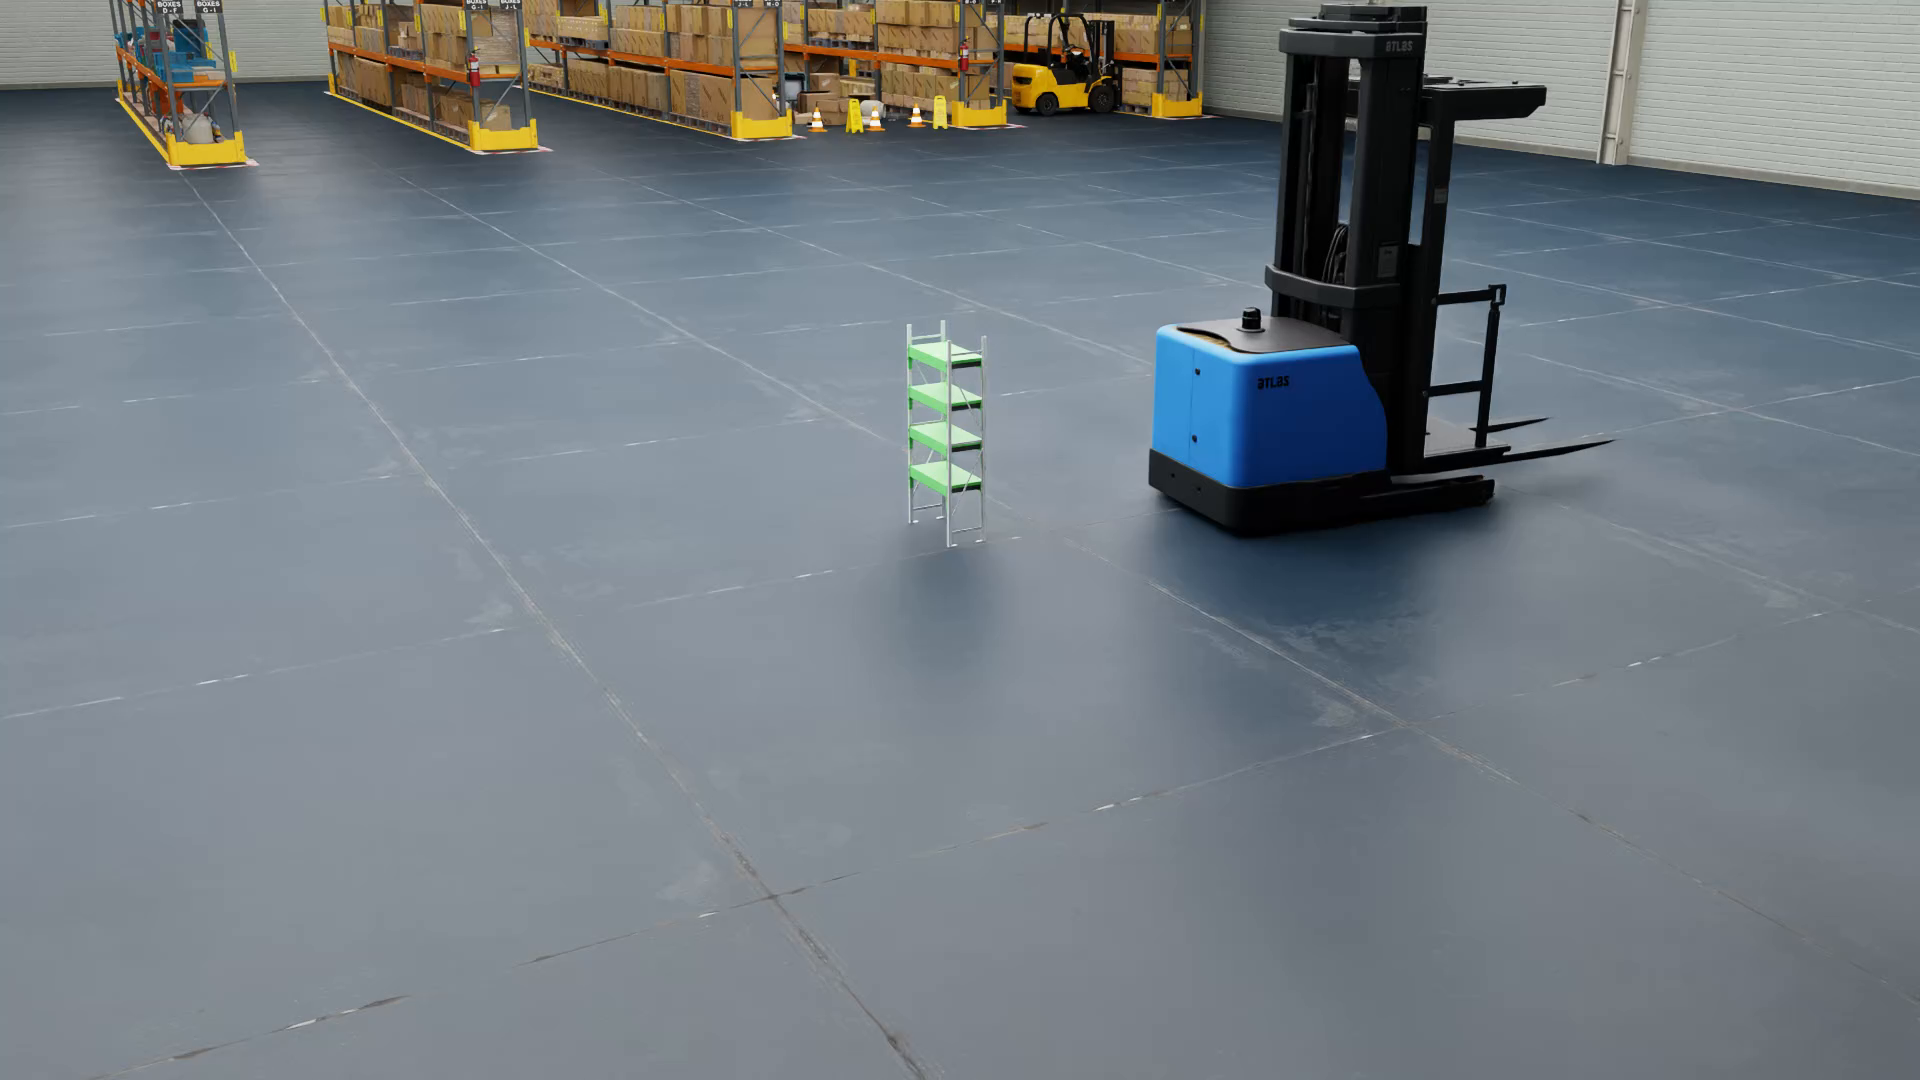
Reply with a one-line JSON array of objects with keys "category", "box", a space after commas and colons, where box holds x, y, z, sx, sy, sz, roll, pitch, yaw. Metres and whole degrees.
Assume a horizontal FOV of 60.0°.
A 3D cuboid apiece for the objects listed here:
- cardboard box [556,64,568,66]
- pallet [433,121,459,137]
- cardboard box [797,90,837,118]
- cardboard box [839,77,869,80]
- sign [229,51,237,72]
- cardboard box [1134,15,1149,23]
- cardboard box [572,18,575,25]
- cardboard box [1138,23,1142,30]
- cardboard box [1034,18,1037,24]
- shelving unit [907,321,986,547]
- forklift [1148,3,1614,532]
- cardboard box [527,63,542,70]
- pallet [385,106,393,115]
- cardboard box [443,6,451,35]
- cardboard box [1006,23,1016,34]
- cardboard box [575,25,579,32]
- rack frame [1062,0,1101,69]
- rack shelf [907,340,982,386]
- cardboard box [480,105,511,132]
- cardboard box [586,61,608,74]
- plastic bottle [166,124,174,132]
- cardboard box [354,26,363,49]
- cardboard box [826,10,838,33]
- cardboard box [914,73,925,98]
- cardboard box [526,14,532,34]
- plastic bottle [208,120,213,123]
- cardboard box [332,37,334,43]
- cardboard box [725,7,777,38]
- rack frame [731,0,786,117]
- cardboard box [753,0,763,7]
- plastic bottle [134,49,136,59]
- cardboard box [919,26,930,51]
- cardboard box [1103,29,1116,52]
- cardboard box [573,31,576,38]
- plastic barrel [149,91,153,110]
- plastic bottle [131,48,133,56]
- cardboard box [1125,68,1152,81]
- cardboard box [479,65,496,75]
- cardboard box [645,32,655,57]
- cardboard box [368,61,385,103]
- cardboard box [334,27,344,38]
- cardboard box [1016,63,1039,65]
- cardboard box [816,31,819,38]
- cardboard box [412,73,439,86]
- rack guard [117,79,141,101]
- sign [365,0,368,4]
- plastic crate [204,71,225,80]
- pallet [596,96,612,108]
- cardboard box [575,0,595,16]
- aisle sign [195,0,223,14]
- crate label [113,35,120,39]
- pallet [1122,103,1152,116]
[{"category": "cardboard box", "box": [-10.621, -12.684, 44.605, 0.380, 0.149, 0.250, -11, 22, -29]}, {"category": "pallet", "box": [-9.831, -8.195, 33.056, 1.003, 0.211, 1.213, -10, 21, -27]}, {"category": "cardboard box", "box": [-3.074, -9.350, 35.749, 0.797, 0.637, 0.503, -10, 21, -27]}, {"category": "cardboard box", "box": [-2.742, -10.965, 40.195, 0.950, 0.372, 0.625, -10, 22, -28]}, {"category": "sign", "box": [-12.154, -7.999, 27.791, 0.100, 0.325, 0.005, -10, 21, -27]}, {"category": "cardboard box", "box": [4.105, -11.641, 37.166, 0.380, 0.149, 0.250, -10, 21, -26]}, {"category": "cardboard box", "box": [-9.170, -12.542, 40.208, 0.380, 0.149, 0.250, -9, 21, -25]}, {"category": "cardboard box", "box": [4.178, -11.420, 36.979, 0.380, 0.149, 0.250, -10, 21, -26]}, {"category": "cardboard box", "box": [2.030, -12.712, 40.725, 0.380, 0.149, 0.250, -11, 22, -28]}, {"category": "shelving unit", "box": [-0.079, -0.615, 9.573, 0.258, 1.200, 0.503, -10, 21, -27]}, {"category": "forklift", "box": [2.744, -1.729, 10.147, 3.031, 2.935, 1.130, -8, 21, -22]}, {"category": "cardboard box", "box": [-11.517, -12.813, 44.981, 0.380, 0.149, 0.250, -11, 22, -29]}, {"category": "pallet", "box": [-12.389, -9.768, 37.616, 1.003, 0.211, 1.213, -10, 21, -27]}, {"category": "cardboard box", "box": [-9.238, -9.619, 30.765, 0.500, 0.500, 0.500, -10, 21, -27]}, {"category": "cardboard box", "box": [1.473, -12.857, 41.755, 0.500, 0.250, 0.500, -11, 22, -28]}, {"category": "cardboard box", "box": [-9.040, -12.323, 40.031, 0.380, 0.149, 0.250, -10, 22, -28]}, {"category": "rack frame", "box": [2.907, -12.005, 39.824, 1.000, 3.000, 0.127, -10, 21, -27]}, {"category": "rack shelf", "box": [-0.079, -1.008, 9.438, 0.258, 0.148, 0.480, -10, 21, -27]}, {"category": "cardboard box", "box": [-8.563, -7.751, 30.682, 0.500, 0.500, 0.500, -6, 20, -17]}, {"category": "cardboard box", "box": [-8.700, -11.406, 40.127, 0.500, 0.250, 0.500, -9, 21, -25]}, {"category": "plastic bottle", "box": [-13.994, -7.241, 29.518, 0.152, 0.276, 0.135, -10, 21, -26]}, {"category": "cardboard box", "box": [-13.982, -11.873, 39.288, 0.500, 0.500, 0.500, -10, 21, -26]}, {"category": "cardboard box", "box": [-2.837, -12.305, 39.439, 0.500, 0.500, 0.500, -10, 21, -26]}, {"category": "cardboard box", "box": [-0.654, -9.825, 35.927, 0.500, 0.500, 0.500, -11, 22, -28]}, {"category": "cardboard box", "box": [-11.220, -13.751, 44.273, 0.500, 0.500, 0.500, -10, 21, -27]}, {"category": "plastic bottle", "box": [-13.662, -7.518, 30.321, 0.152, 0.276, 0.135, -10, 21, -26]}, {"category": "cardboard box", "box": [-15.756, -12.726, 42.299, 0.380, 0.149, 0.250, -11, 22, -28]}, {"category": "cardboard box", "box": [-4.011, -9.985, 32.084, 0.875, 0.550, 0.550, -10, 21, -27]}, {"category": "rack frame", "box": [-3.869, -9.291, 31.959, 1.000, 3.000, 0.127, -10, 21, -27]}, {"category": "cardboard box", "box": [-5.037, -13.739, 43.162, 0.500, 0.500, 0.500, -10, 21, -27]}, {"category": "plastic bottle", "box": [-17.340, -10.284, 35.034, 0.097, 0.271, 0.097, 0, 19, 0]}, {"category": "cardboard box", "box": [-0.529, -10.676, 35.364, 0.500, 0.500, 0.500, -10, 21, -27]}, {"category": "cardboard box", "box": [3.611, -11.445, 38.046, 0.500, 0.500, 0.500, -10, 21, -26]}, {"category": "cardboard box", "box": [-9.160, -12.257, 40.296, 0.380, 0.149, 0.250, -10, 22, -28]}, {"category": "plastic barrel", "box": [-17.034, -9.390, 35.415, 0.421, 0.512, 0.421, 0, 19, 0]}, {"category": "plastic bottle", "box": [-17.827, -10.579, 35.888, 0.097, 0.271, 0.097, 0, 19, 0]}, {"category": "cardboard box", "box": [4.066, -10.458, 37.378, 0.500, 0.250, 0.500, -10, 21, -26]}, {"category": "cardboard box", "box": [-8.599, -8.483, 30.002, 0.380, 0.149, 0.250, -10, 21, -27]}, {"category": "cardboard box", "box": [-6.491, -10.740, 36.004, 0.500, 0.500, 0.500, -10, 22, -27]}, {"category": "cardboard box", "box": [-12.806, -10.501, 38.078, 1.225, 0.875, 0.875, -10, 21, -26]}, {"category": "cardboard box", "box": [-15.401, -12.742, 41.733, 0.500, 0.250, 0.500, -11, 22, -28]}, {"category": "cardboard box", "box": [1.929, -11.668, 41.845, 0.875, 0.625, 0.625, -11, 22, -29]}, {"category": "cardboard box", "box": [-3.264, -12.255, 40.288, 0.380, 0.149, 0.250, -11, 22, -30]}, {"category": "cardboard box", "box": [-11.475, -9.891, 35.705, 0.500, 0.250, 0.500, -7, 20, -21]}, {"category": "rack guard", "box": [-20.261, -11.201, 41.326, 1.175, 0.500, 0.348, -10, 21, -27]}, {"category": "sign", "box": [-15.395, -13.884, 43.132, 0.100, 0.325, 0.005, -10, 21, -27]}, {"category": "plastic crate", "box": [-12.782, -7.967, 28.525, 0.298, 0.136, 0.250, -10, 21, -27]}, {"category": "pallet", "box": [-8.037, -10.494, 39.720, 1.003, 0.211, 1.213, -10, 21, -27]}, {"category": "cardboard box", "box": [-9.567, -13.564, 42.199, 0.500, 0.500, 0.500, -9, 21, -25]}, {"category": "aisle sign", "box": [-12.349, -9.038, 27.240, 0.394, 0.787, 0.004, -10, 21, -27]}, {"category": "crate label", "box": [-20.411, -12.205, 40.568, 0.416, 0.233, 0.303, -10, 21, -27]}, {"category": "pallet", "box": [4.406, -9.752, 37.568, 1.003, 0.211, 1.213, -10, 21, -27]}]
